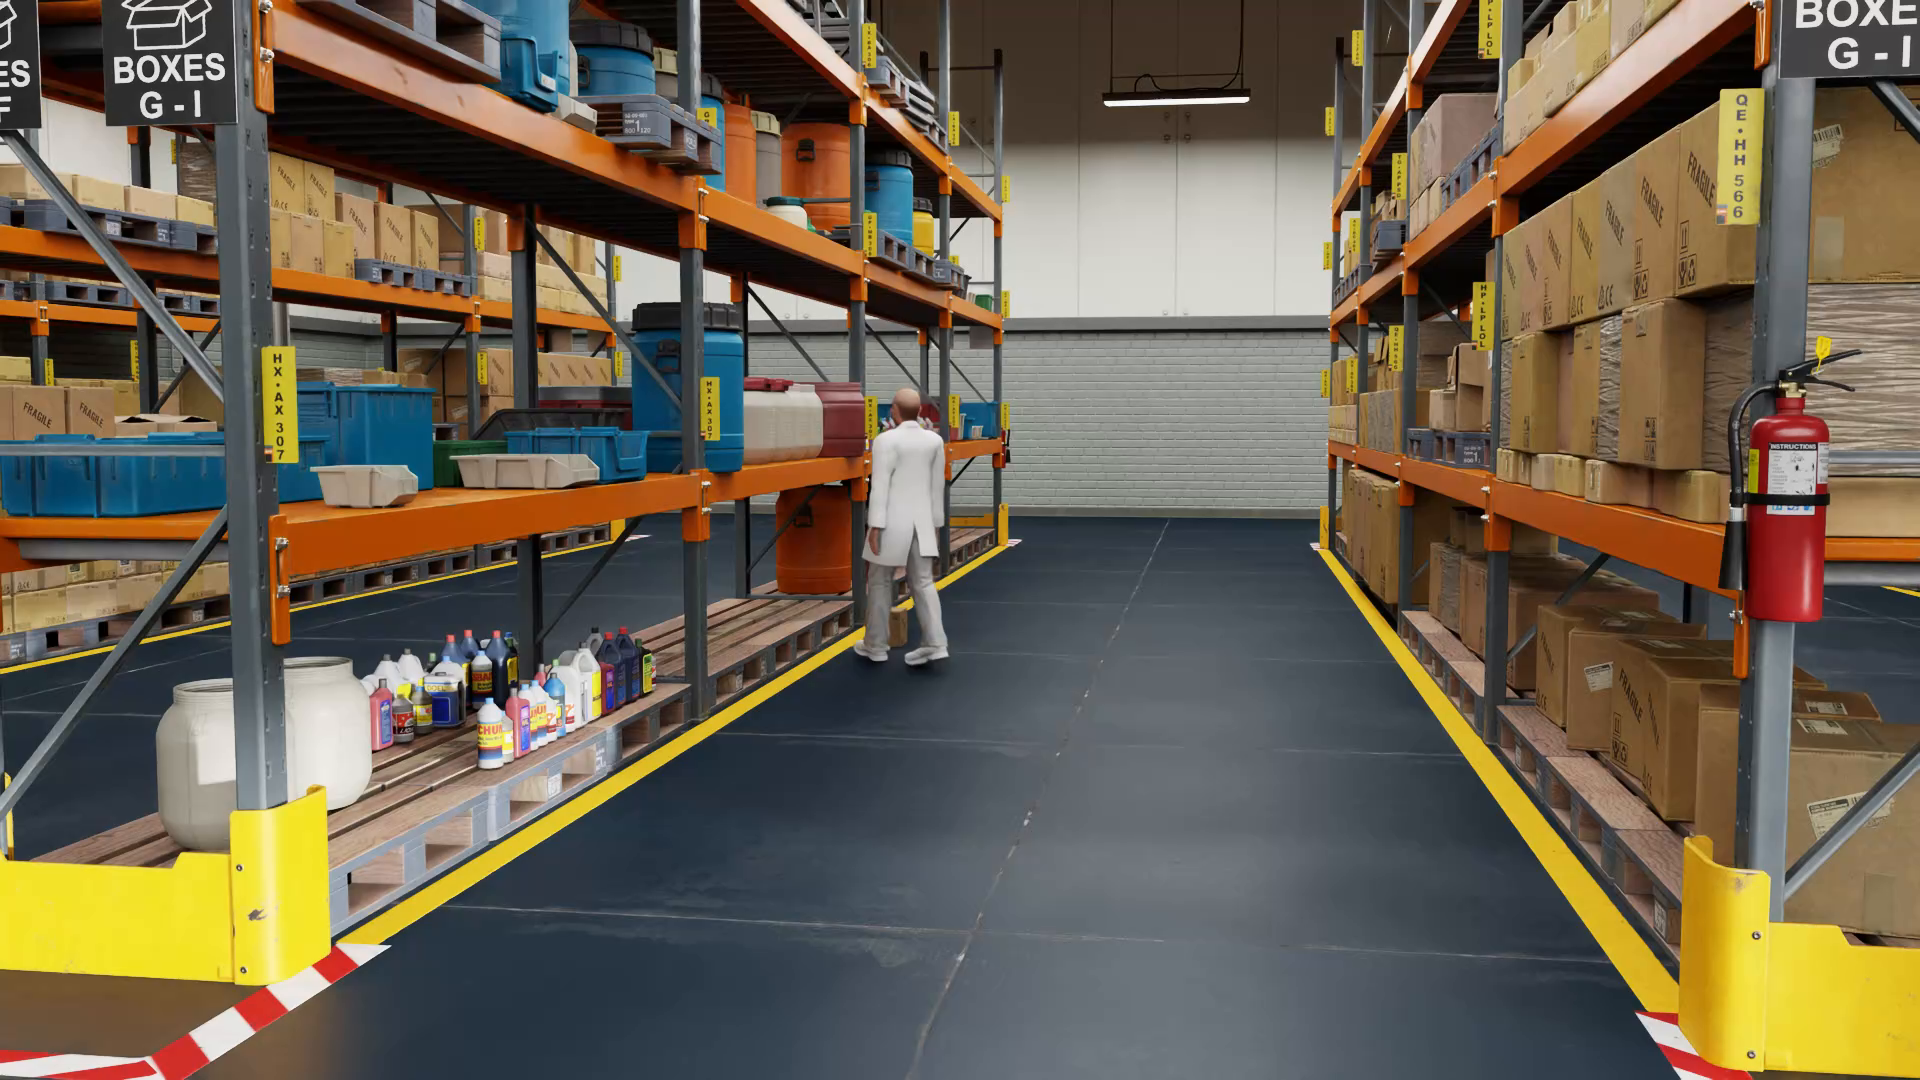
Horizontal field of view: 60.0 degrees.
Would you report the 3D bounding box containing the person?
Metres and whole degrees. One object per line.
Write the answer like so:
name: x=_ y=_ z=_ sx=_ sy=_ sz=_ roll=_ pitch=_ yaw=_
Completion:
person: x=-0.382 y=-0.090 z=10.717 sx=0.607 sy=1.765 sz=0.870 roll=-3 pitch=5 yaw=-31
